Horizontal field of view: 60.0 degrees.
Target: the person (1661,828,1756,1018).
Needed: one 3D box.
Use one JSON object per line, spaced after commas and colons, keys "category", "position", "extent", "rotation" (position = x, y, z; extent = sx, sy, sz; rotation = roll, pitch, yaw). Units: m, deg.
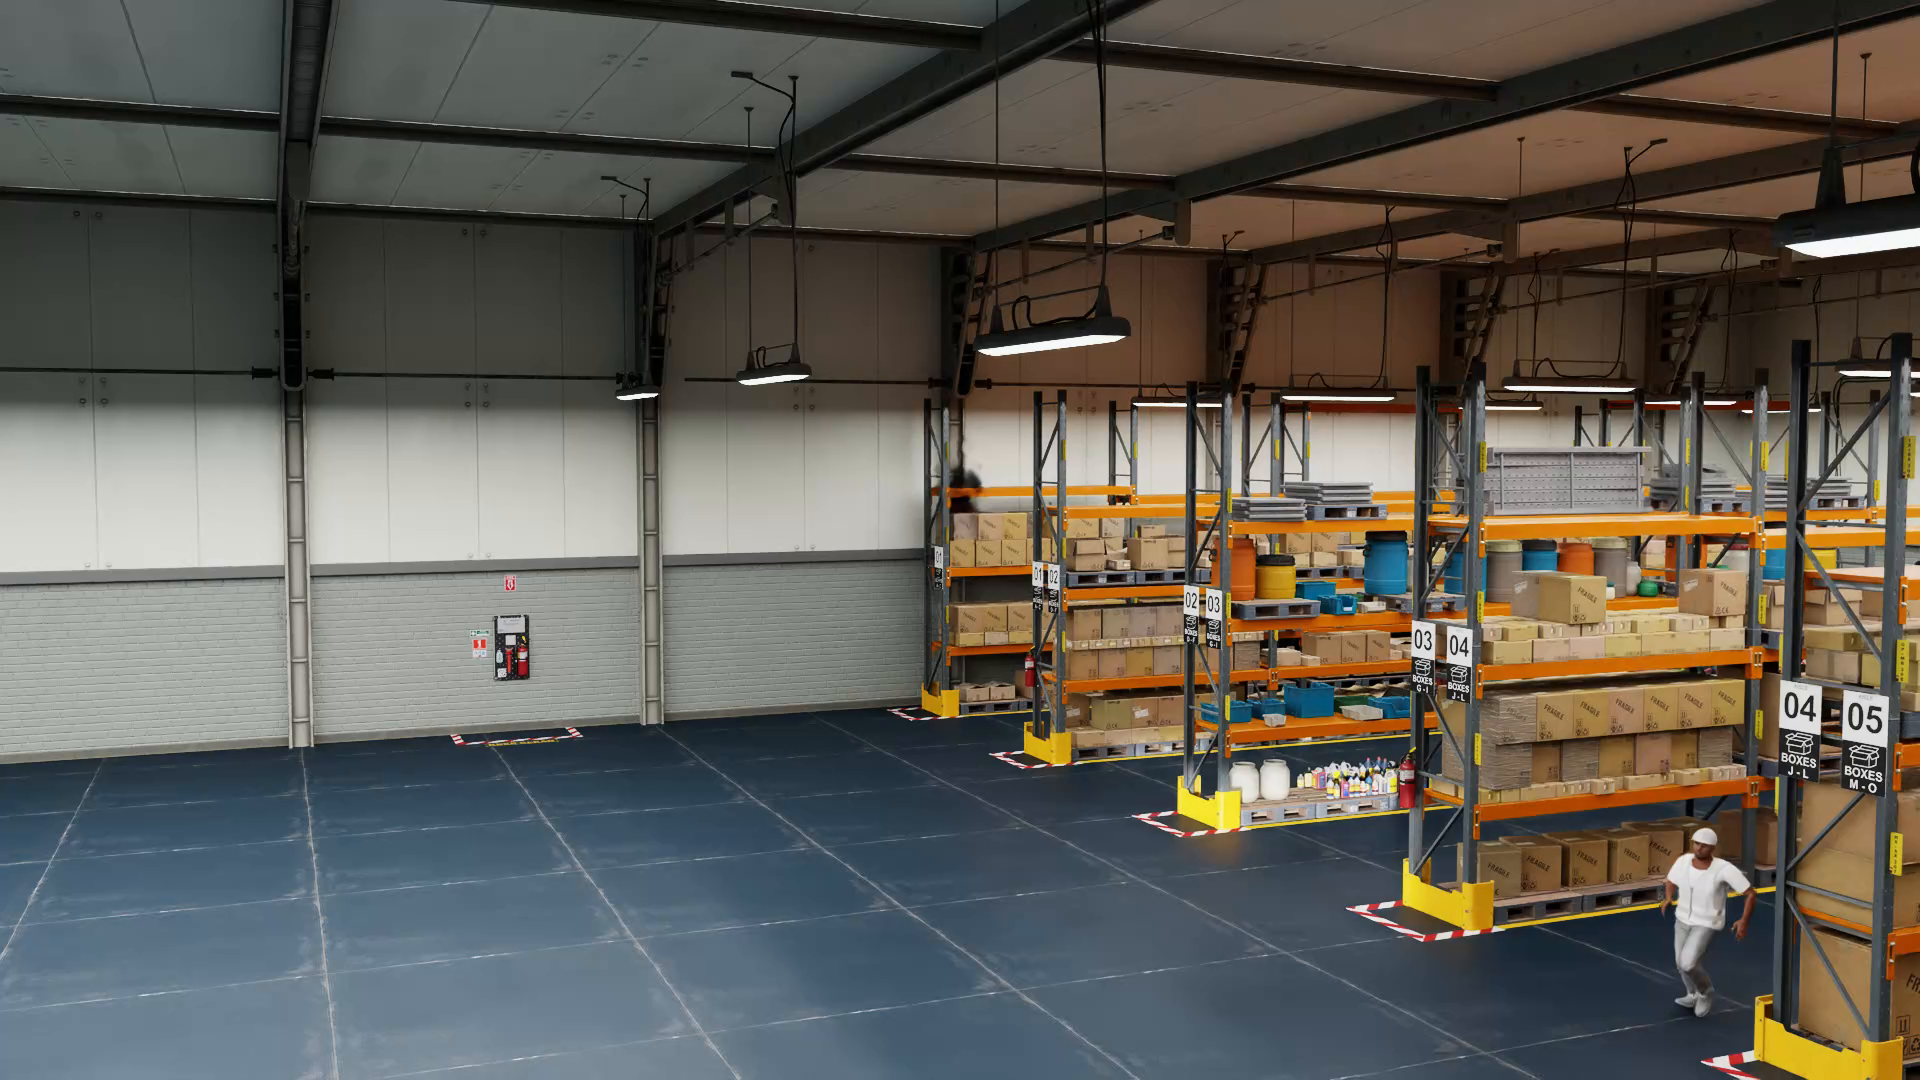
{"category": "person", "position": [6.623, 3.421, 14.862], "extent": [0.619, 1.723, 0.767], "rotation": [-2, 4, -30]}
